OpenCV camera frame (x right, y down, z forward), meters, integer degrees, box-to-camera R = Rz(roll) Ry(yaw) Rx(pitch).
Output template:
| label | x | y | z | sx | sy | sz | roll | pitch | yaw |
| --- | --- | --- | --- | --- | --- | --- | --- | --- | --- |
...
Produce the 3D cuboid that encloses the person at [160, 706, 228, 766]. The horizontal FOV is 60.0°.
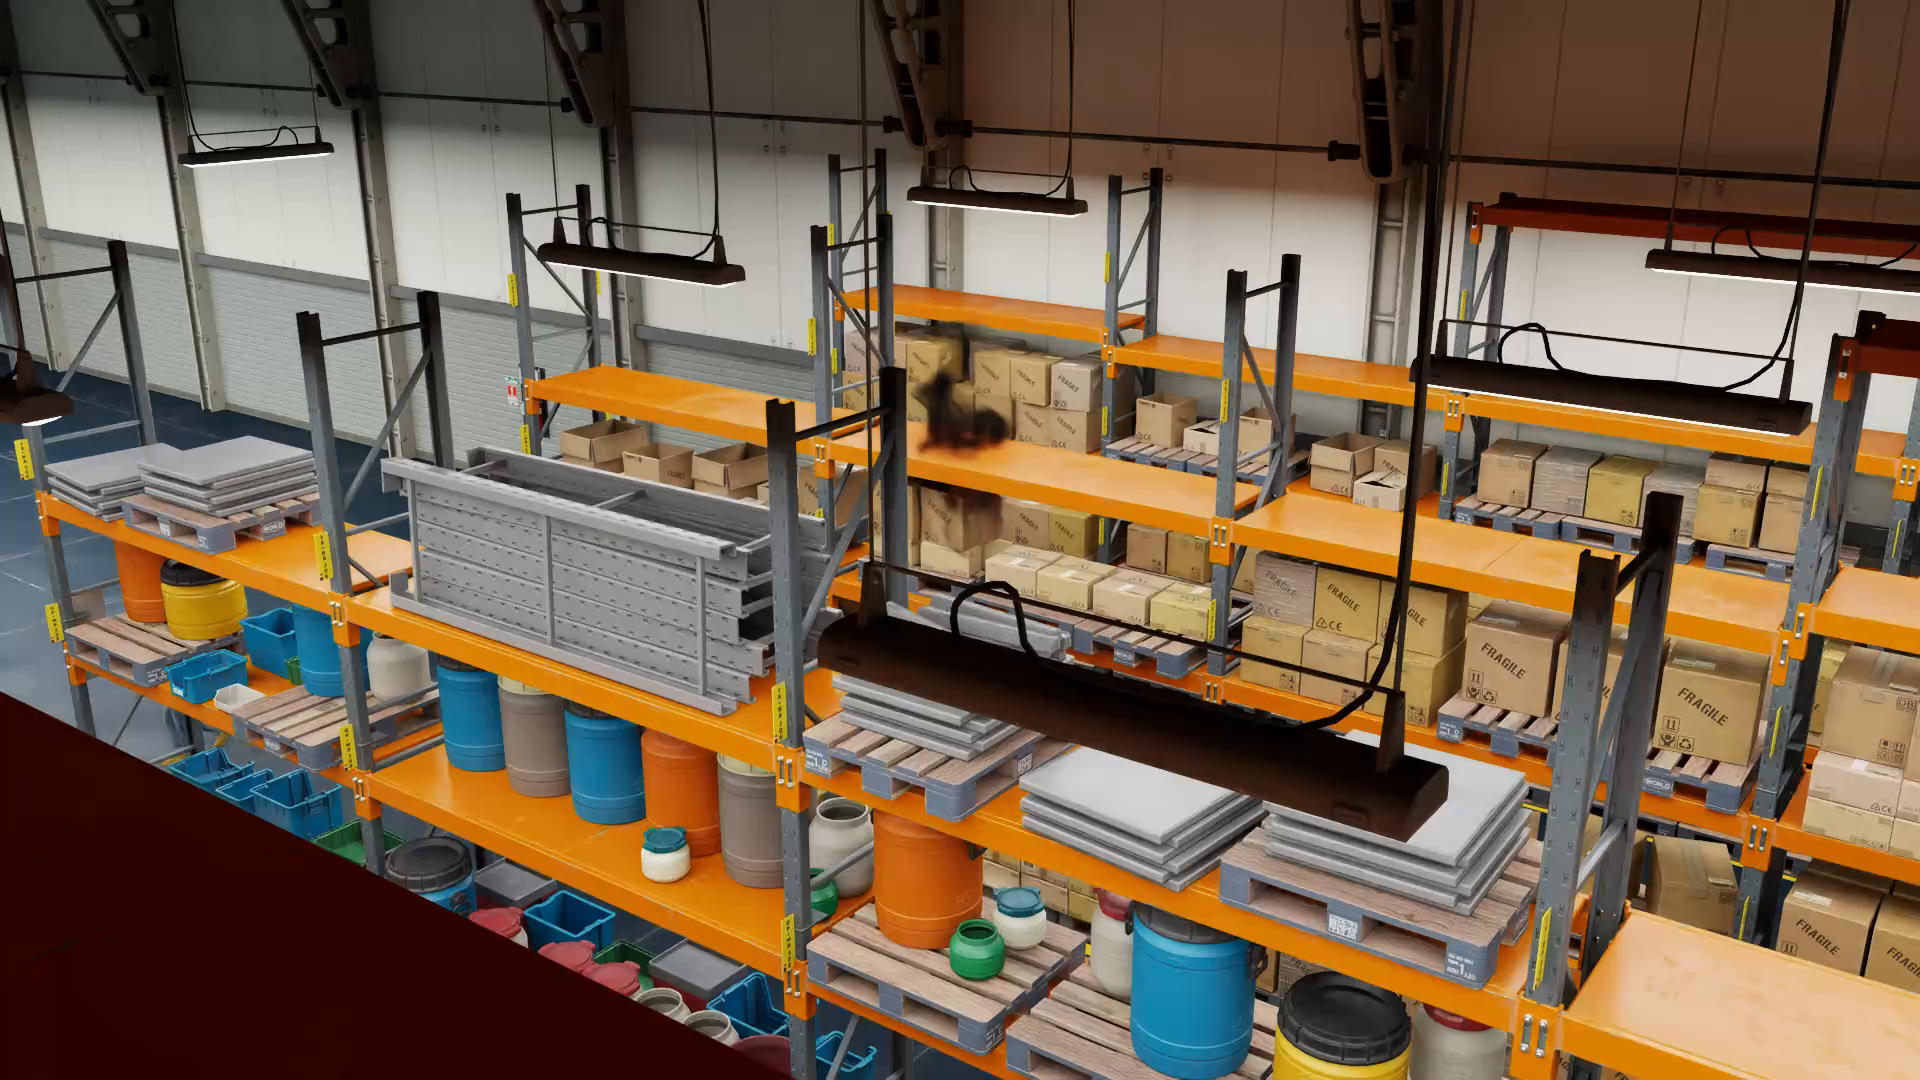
| label | x | y | z | sx | sy | sz | roll | pitch | yaw |
| --- | --- | --- | --- | --- | --- | --- | --- | --- | --- |
| person | -8.264 | 1.560 | 17.739 | 0.738 | 1.758 | 0.691 | -8 | 20 | -22 |
